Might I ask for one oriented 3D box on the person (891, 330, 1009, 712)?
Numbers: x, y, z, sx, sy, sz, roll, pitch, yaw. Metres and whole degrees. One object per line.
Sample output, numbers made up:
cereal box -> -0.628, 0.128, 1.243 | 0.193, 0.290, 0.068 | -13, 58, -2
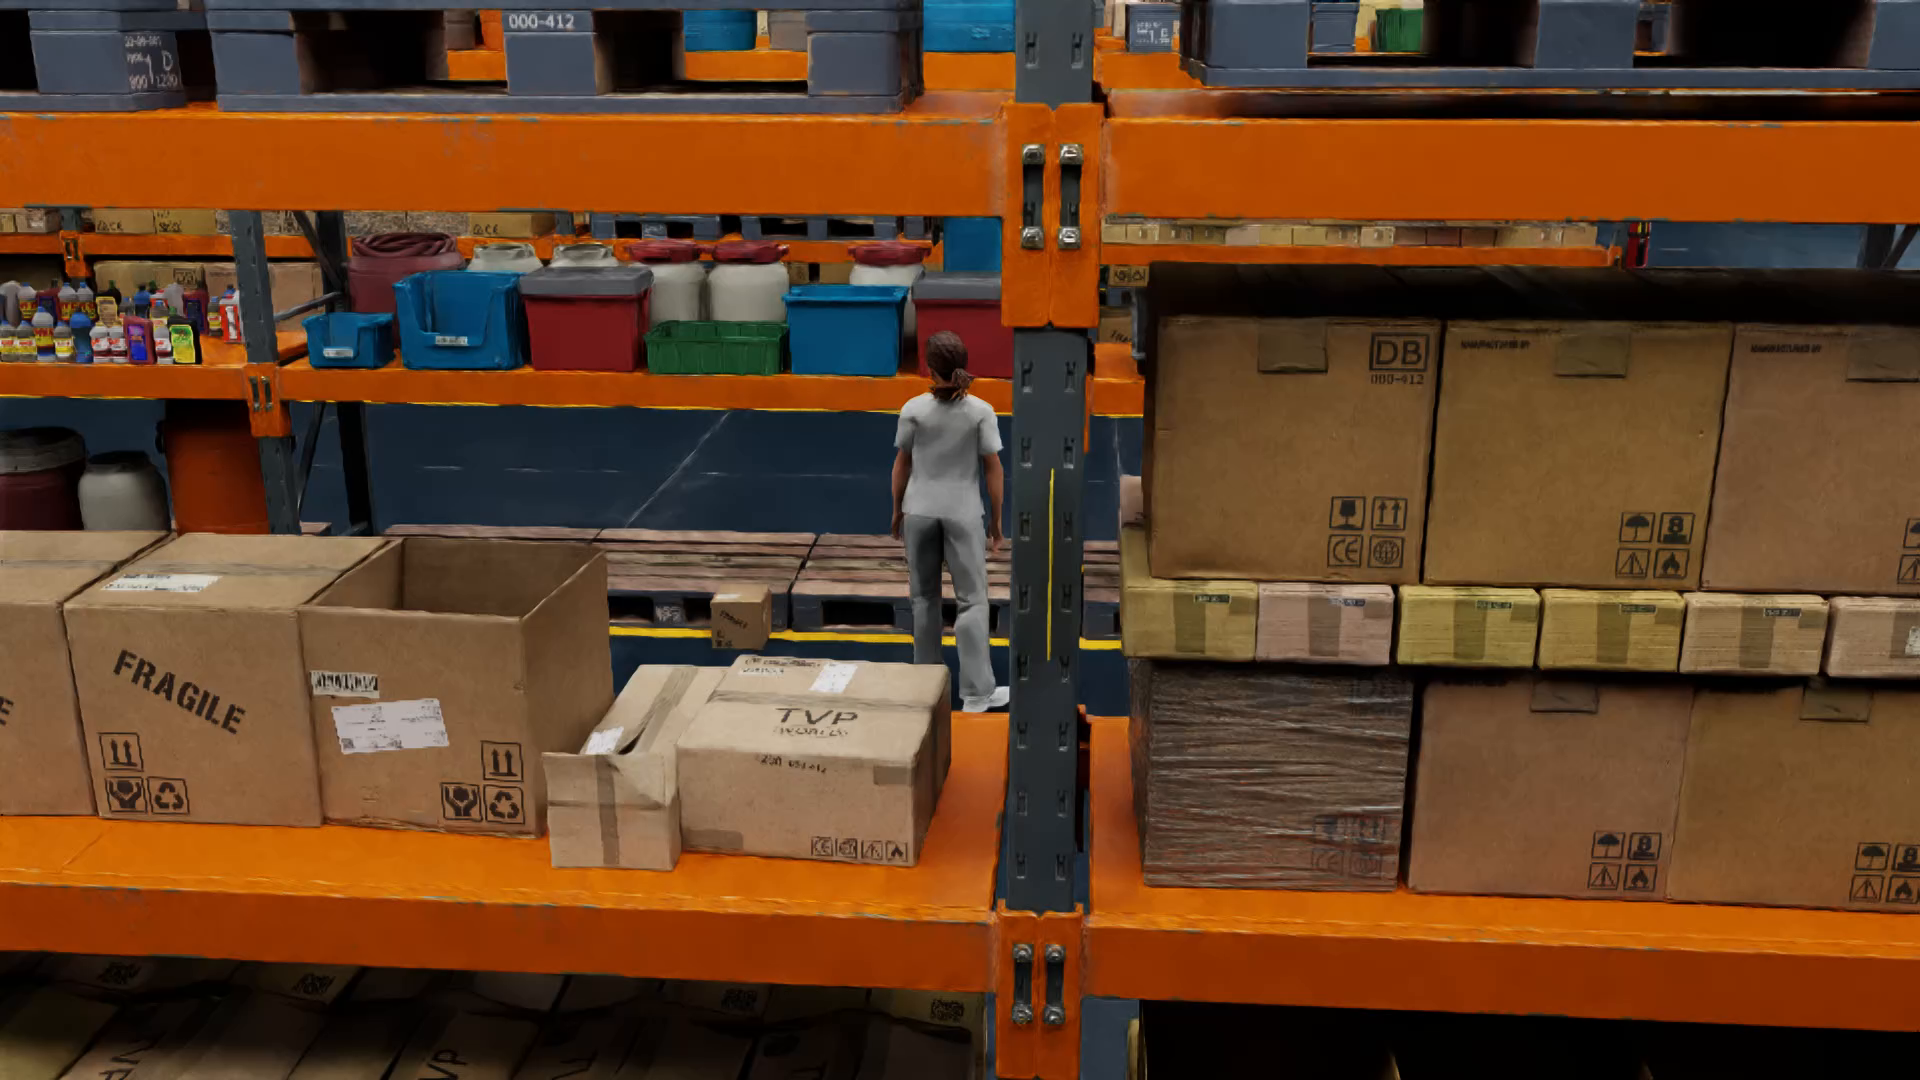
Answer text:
person -> -0.036, -0.094, 7.294 | 0.544, 1.670, 0.518 | 1, 18, 4
